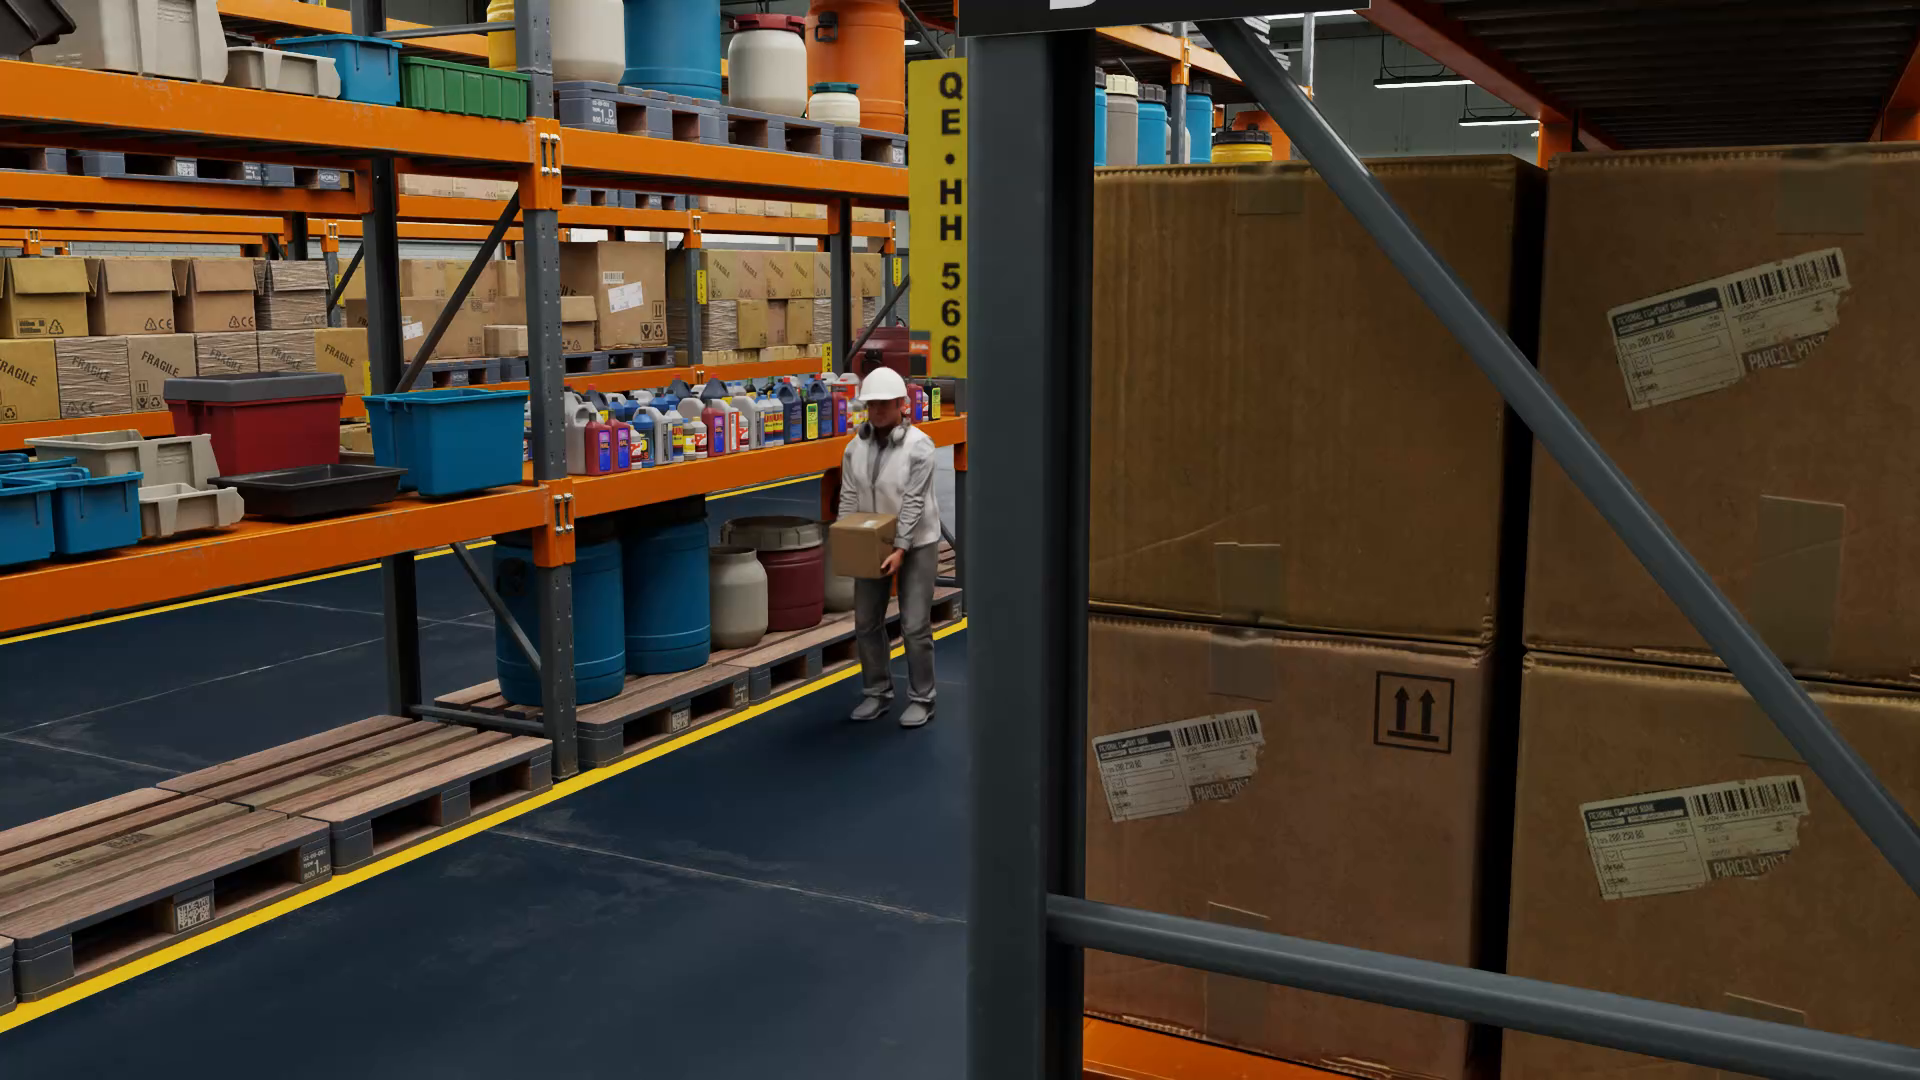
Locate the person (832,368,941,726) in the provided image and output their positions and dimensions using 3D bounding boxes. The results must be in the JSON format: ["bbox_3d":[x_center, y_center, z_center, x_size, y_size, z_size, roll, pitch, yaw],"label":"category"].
[{"bbox_3d":[-0.347,0.039,8.110,0.484,1.756,0.584,4,10,25],"label":"person"}]
